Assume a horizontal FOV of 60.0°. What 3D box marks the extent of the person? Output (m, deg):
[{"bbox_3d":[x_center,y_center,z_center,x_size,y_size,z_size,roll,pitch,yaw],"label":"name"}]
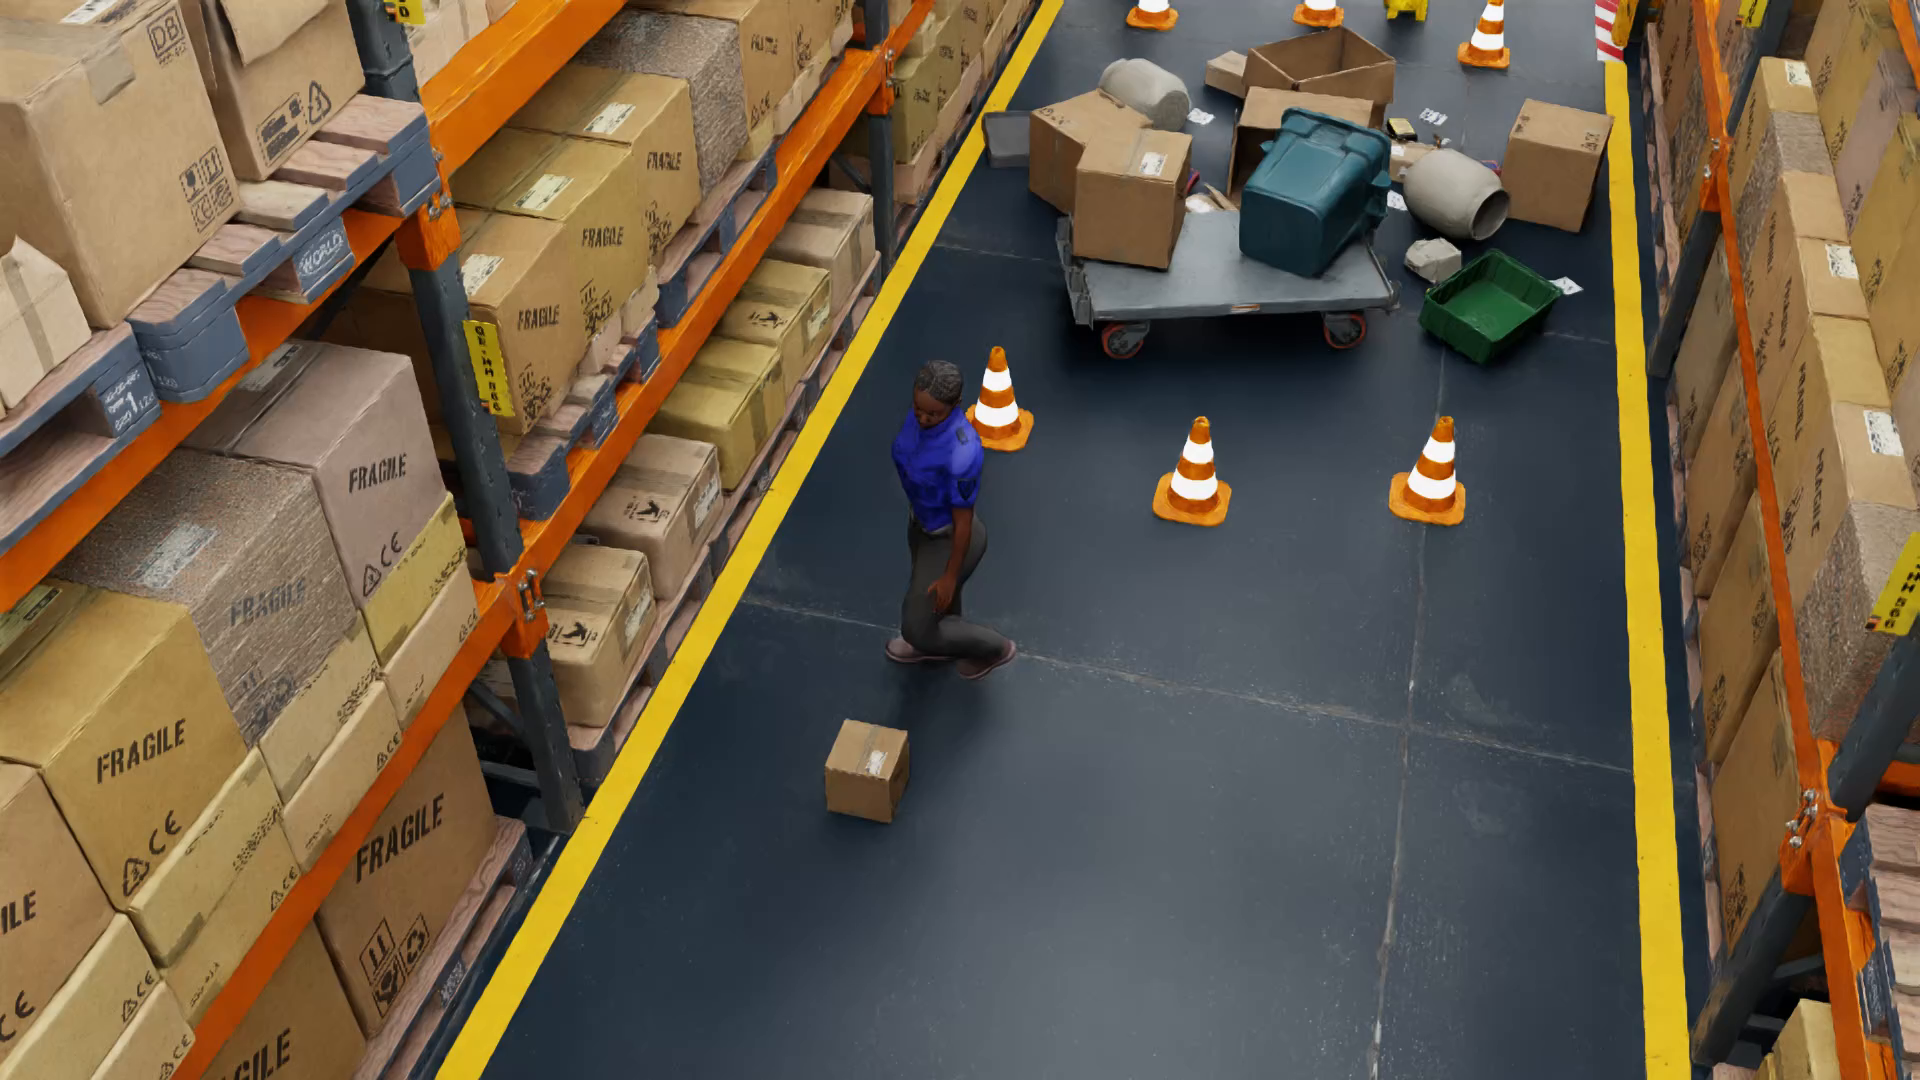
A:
[{"bbox_3d":[-0.036,-0.035,6.191,0.477,1.639,0.561,-12,43,-13],"label":"person"}]
